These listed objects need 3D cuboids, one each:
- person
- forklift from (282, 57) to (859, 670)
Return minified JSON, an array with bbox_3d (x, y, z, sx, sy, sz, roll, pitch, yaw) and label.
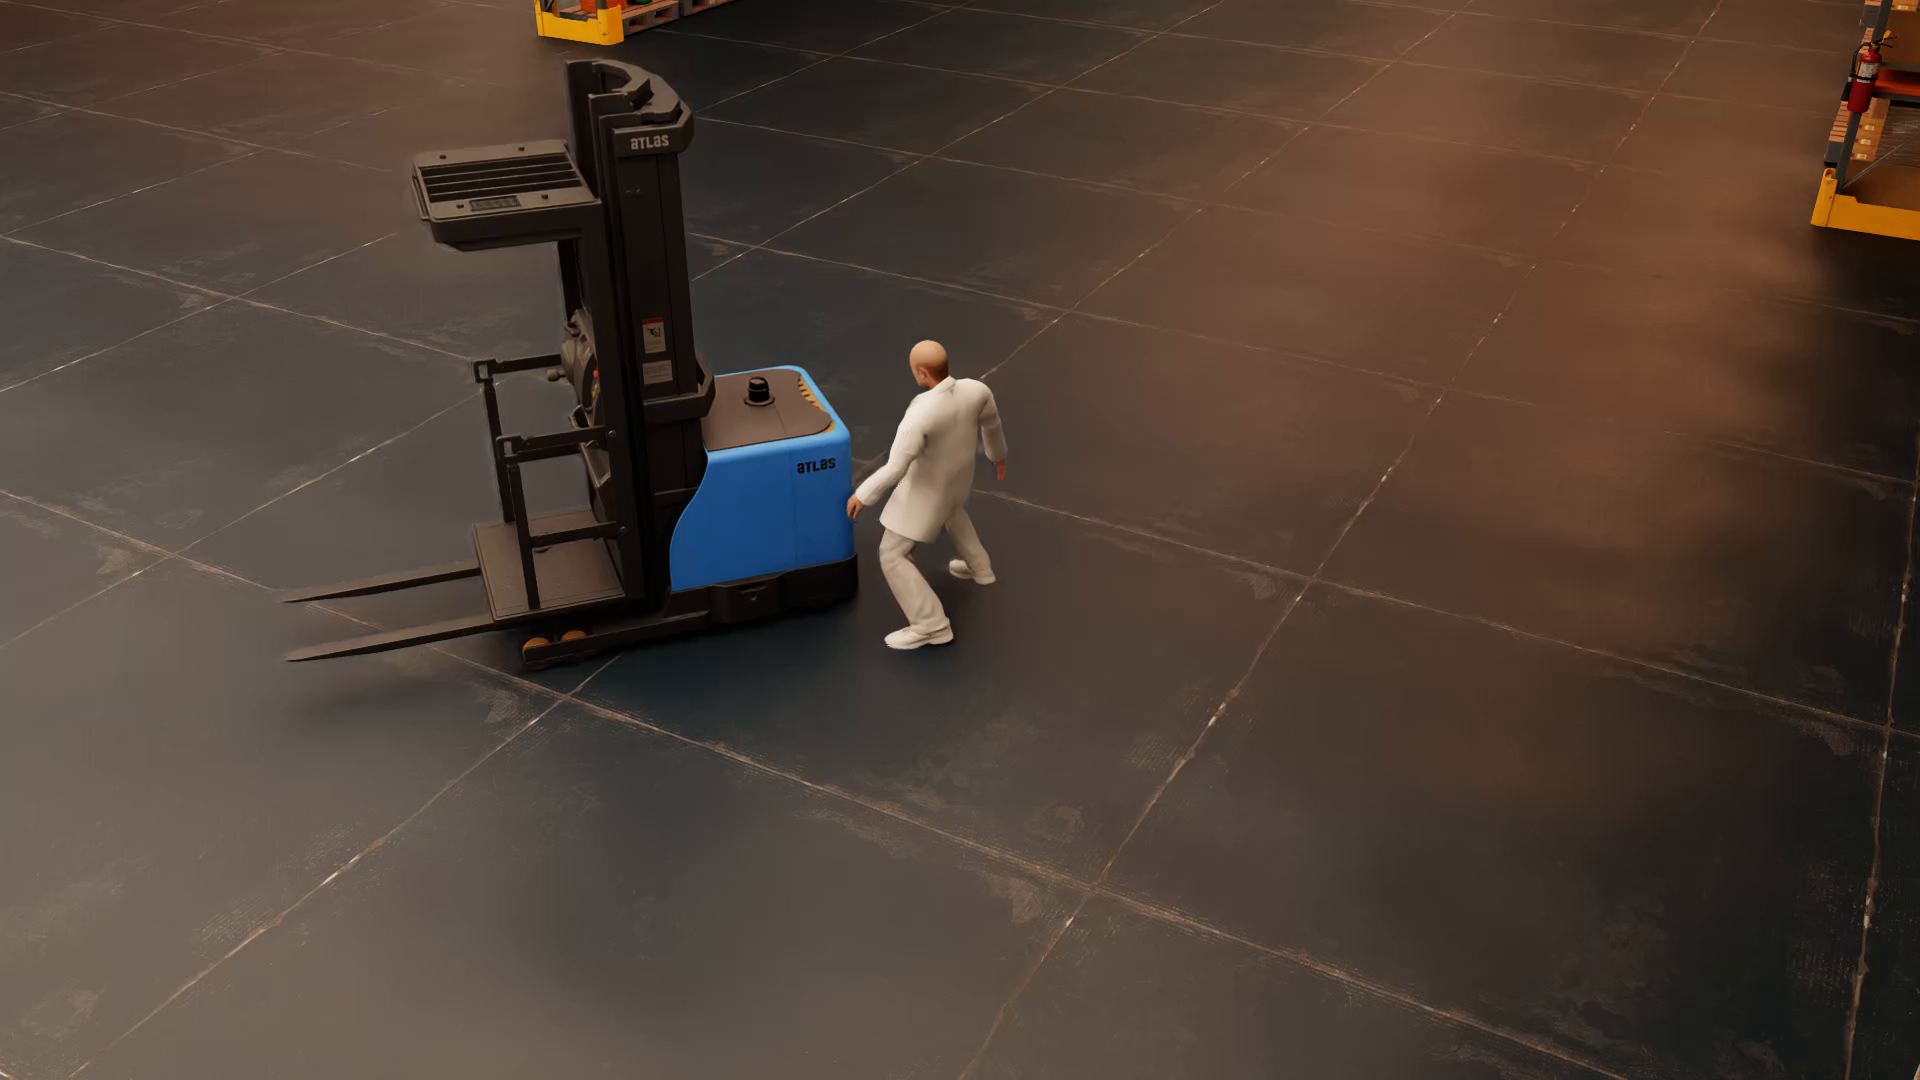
[{"bbox_3d":[-0.130,-0.316,8.917,0.977,1.666,0.630,-24,38,-35],"label":"person"},{"bbox_3d":[-2.145,-0.882,8.599,3.031,2.935,1.130,-11,32,-18],"label":"forklift"}]
